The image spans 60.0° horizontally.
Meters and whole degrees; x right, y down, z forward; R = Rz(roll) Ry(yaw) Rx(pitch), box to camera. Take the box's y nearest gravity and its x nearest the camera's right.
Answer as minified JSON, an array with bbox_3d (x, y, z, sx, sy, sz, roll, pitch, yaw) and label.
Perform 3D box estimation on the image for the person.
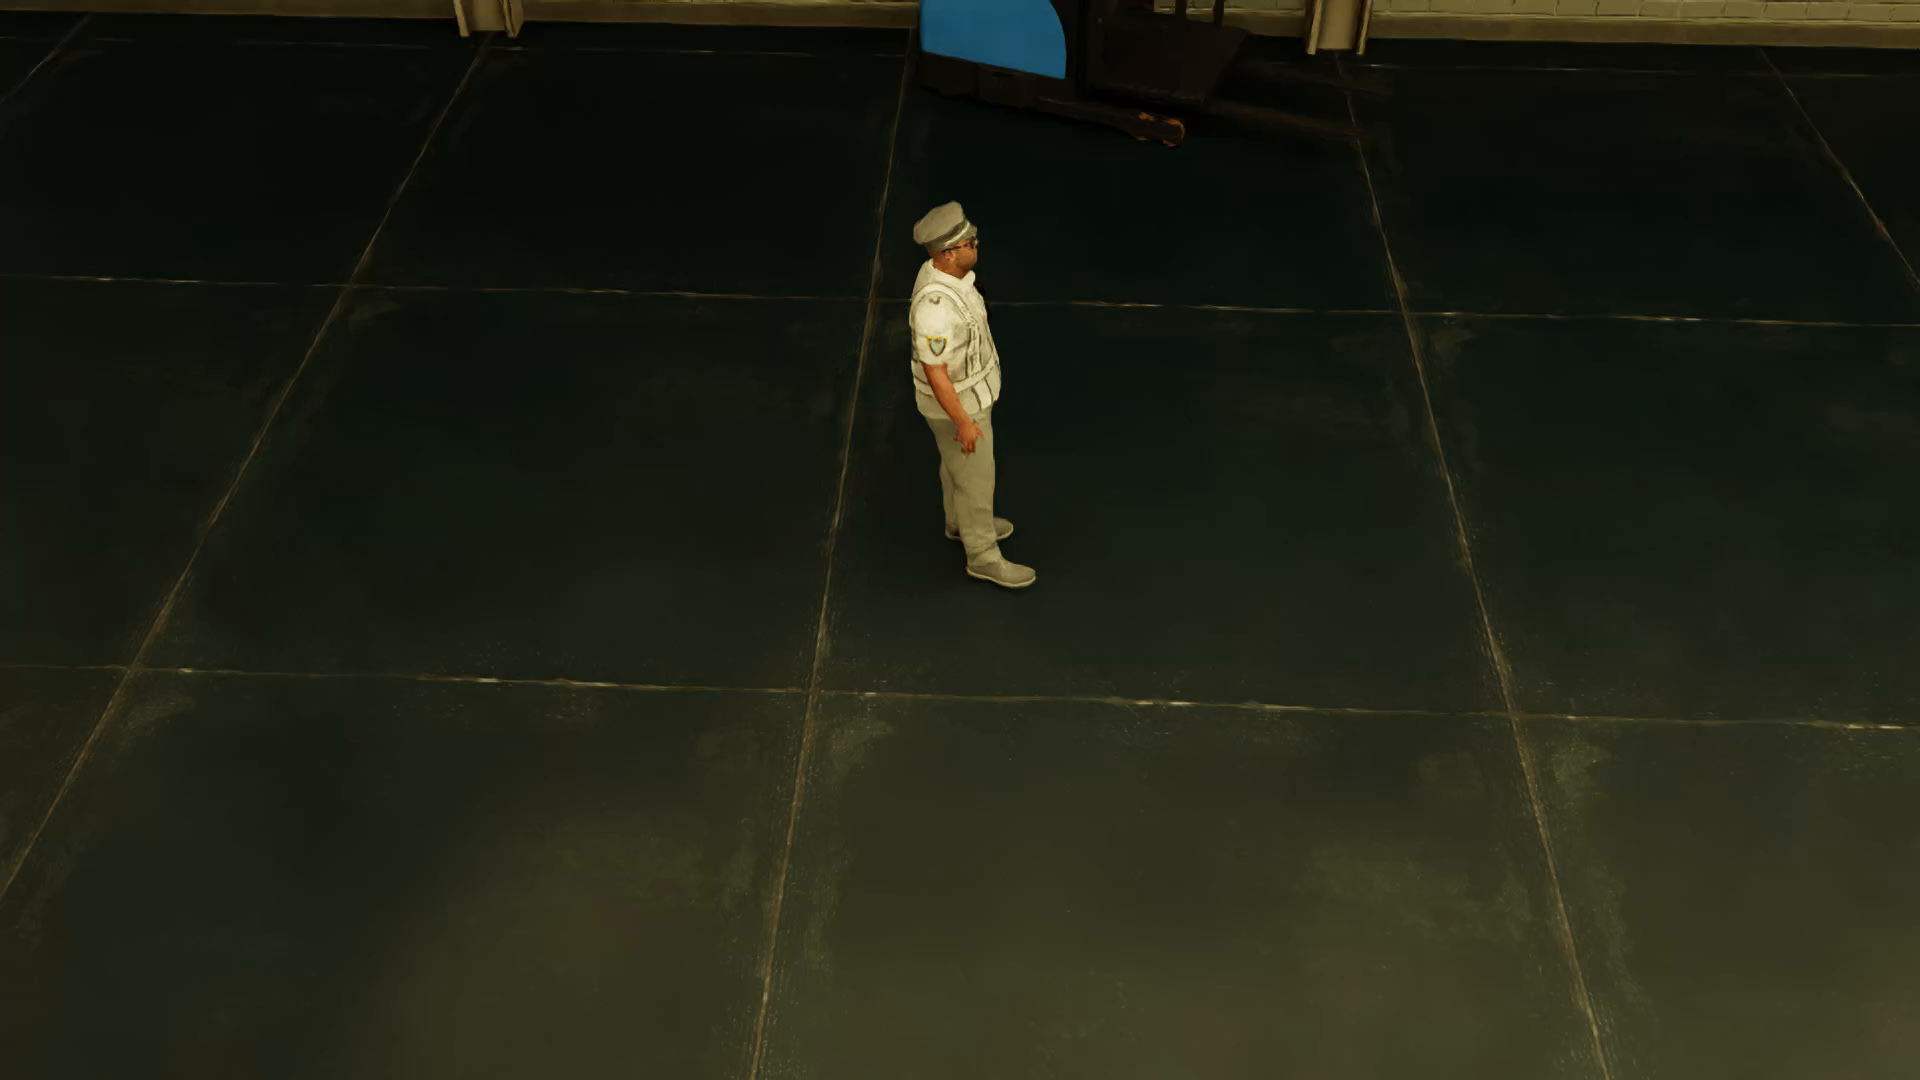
[{"bbox_3d":[0.077,-0.653,7.299,0.574,1.781,0.640,2,42,2],"label":"person"}]

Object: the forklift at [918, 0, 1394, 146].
[{"bbox_3d":[1.289,-4.022,10.148,3.031,2.935,1.130,16,45,16],"label":"forklift"}]
